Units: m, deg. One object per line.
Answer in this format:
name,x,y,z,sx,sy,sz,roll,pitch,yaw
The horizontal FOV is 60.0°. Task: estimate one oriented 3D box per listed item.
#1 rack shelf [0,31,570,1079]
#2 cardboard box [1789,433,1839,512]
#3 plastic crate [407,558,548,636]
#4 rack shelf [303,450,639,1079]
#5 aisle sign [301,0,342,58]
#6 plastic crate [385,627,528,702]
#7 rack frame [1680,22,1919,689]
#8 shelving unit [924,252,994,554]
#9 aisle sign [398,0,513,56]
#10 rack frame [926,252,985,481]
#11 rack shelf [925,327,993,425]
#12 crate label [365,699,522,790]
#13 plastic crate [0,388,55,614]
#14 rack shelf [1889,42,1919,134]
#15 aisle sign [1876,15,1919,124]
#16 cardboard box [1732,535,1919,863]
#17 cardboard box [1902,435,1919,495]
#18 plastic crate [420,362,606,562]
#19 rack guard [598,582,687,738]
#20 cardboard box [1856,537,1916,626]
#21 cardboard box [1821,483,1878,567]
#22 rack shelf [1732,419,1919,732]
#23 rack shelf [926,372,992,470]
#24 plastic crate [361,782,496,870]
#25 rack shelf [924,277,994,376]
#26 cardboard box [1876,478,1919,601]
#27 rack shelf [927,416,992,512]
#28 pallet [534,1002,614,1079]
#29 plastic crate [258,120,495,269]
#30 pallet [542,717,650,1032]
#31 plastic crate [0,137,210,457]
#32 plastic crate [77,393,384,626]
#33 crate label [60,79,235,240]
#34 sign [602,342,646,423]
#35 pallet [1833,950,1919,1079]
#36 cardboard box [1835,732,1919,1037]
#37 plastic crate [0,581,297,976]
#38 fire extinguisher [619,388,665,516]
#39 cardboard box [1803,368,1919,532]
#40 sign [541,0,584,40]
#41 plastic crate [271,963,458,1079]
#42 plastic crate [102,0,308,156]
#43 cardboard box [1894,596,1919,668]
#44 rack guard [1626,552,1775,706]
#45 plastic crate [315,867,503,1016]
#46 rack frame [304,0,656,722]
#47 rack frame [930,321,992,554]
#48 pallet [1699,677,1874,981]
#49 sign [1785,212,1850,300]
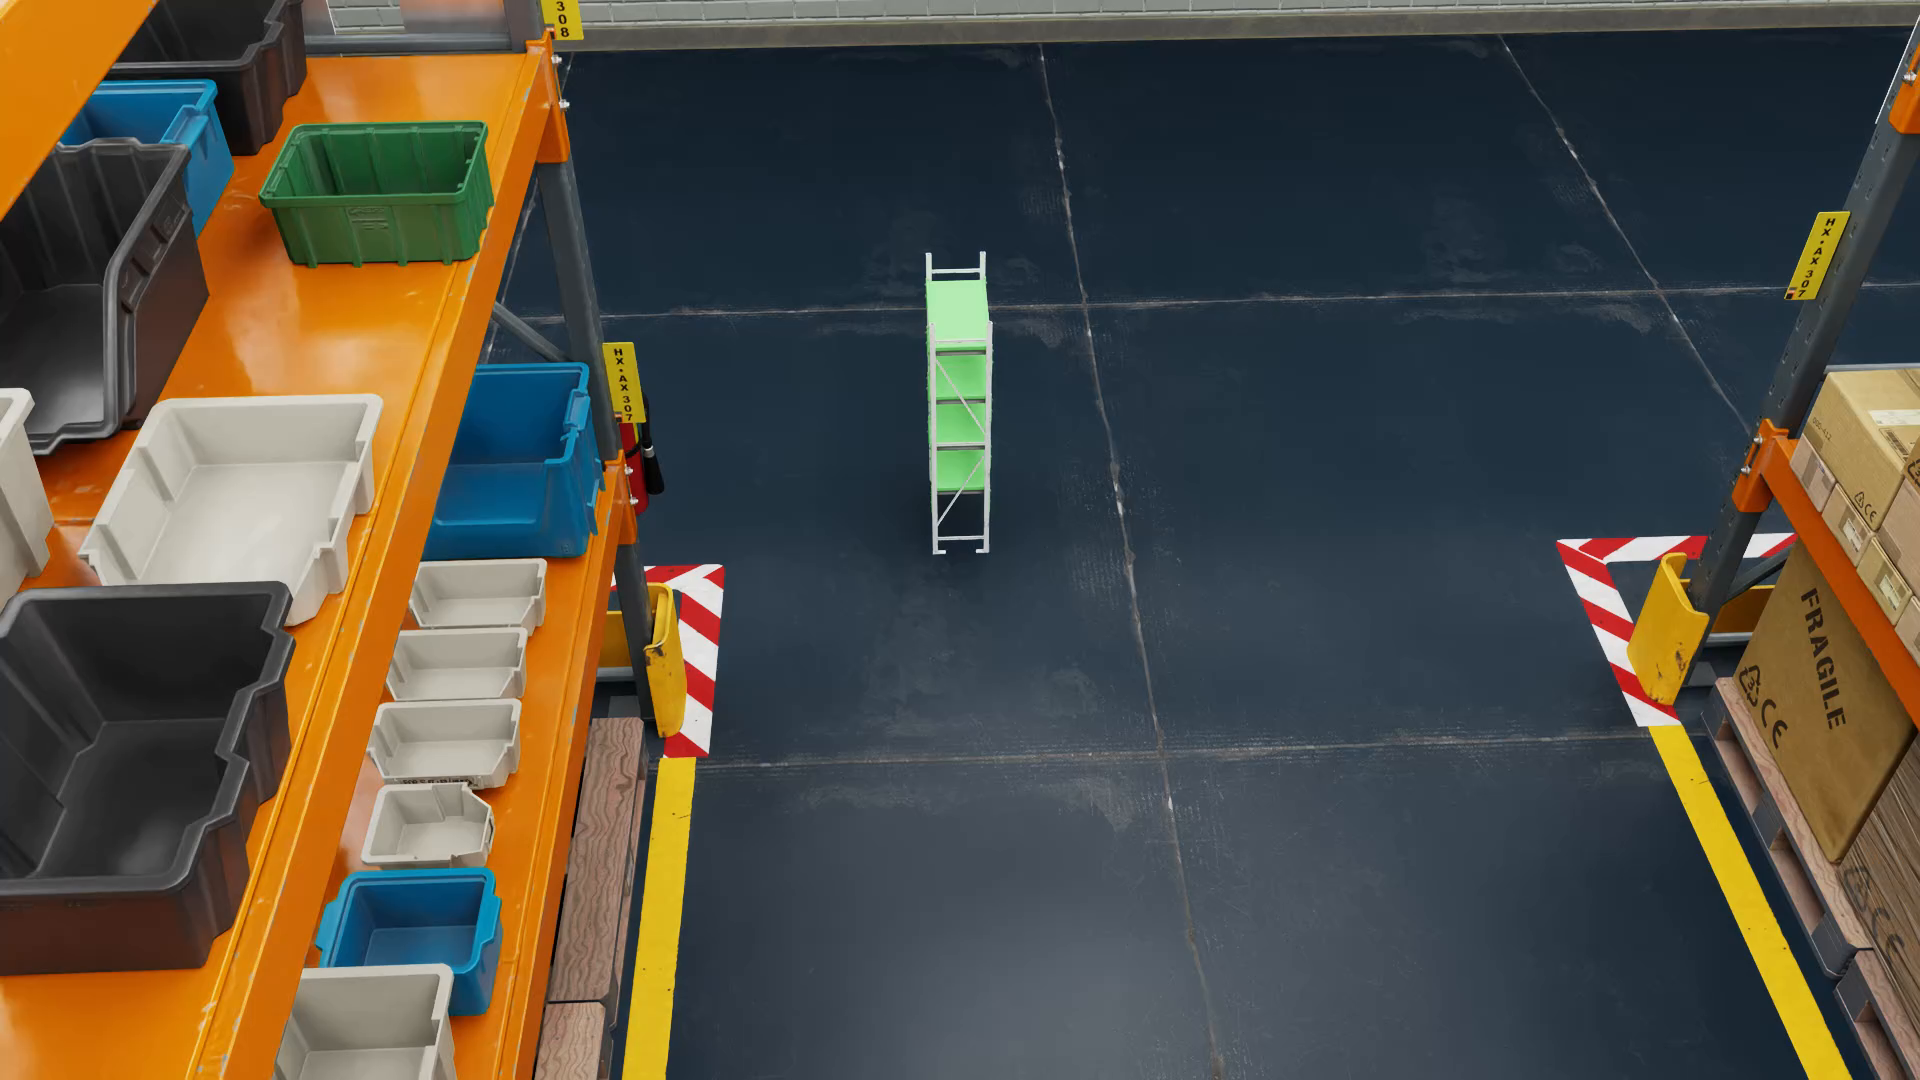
rack shelf,-1.568,0.082,3.254,1.077,0.370,4.000,-2,43,-2
cardboard box,2.981,-0.228,5.465,0.380,0.149,0.250,-1,43,-1
plastic crate,-1.437,0.192,4.971,0.396,0.136,0.243,-2,43,-2
rack shelf,-1.568,1.187,4.267,1.077,0.370,4.000,-2,43,-2
aisle sign,-1.953,-1.426,4.662,0.394,0.787,0.004,-2,43,-2
plastic crate,-1.440,0.388,4.757,0.396,0.136,0.243,-2,43,-2
rack frame,3.296,-0.570,5.652,1.000,3.000,0.127,-2,43,-2
shelving unit,-0.007,-0.554,6.966,0.258,1.200,0.503,-2,43,-2
aisle sign,-1.363,-1.443,4.681,0.394,0.787,0.004,-2,43,-2
rack frame,-0.017,-0.719,7.146,0.240,1.200,0.015,-2,43,-2
rack shelf,-0.007,-0.684,6.847,0.258,0.148,0.480,-2,43,-2
crate label,-1.403,0.576,4.553,0.396,0.136,0.243,-2,43,-2
plastic crate,-1.867,0.015,2.882,0.437,0.282,0.530,-2,43,-2
rack shelf,3.380,-0.061,3.409,1.077,0.370,4.000,-2,43,-2
aisle sign,2.993,-1.568,4.817,0.394,0.787,0.004,-2,43,-2
cardboard box,3.403,0.488,5.759,0.875,0.875,0.875,-2,43,-2
cardboard box,3.067,-0.232,4.619,0.500,0.500,0.500,-3,43,-3
plastic crate,-1.452,-0.242,5.224,0.616,0.435,0.499,-2,43,-2
rack guard,-1.667,0.478,6.359,1.175,0.500,0.348,-2,43,-2
cardboard box,3.004,0.118,5.088,0.380,0.149,0.250,-3,43,-3
cardboard box,2.993,-0.055,5.276,0.380,0.149,0.250,-2,43,-2
rack shelf,3.380,1.045,4.422,1.077,0.370,4.000,-2,43,-2
rack shelf,-0.007,-0.507,7.010,0.258,0.148,0.480,-2,43,-2
plastic crate,-1.372,0.775,4.335,0.298,0.136,0.250,-2,43,-2
rack shelf,-0.007,-0.861,6.685,0.258,0.148,0.480,-2,43,-2
cardboard box,3.075,0.058,4.858,0.500,0.250,0.500,-2,43,-2
rack shelf,-0.007,-0.330,7.172,0.258,0.148,0.480,-2,43,-2
pallet,-1.608,1.979,4.934,1.003,0.211,1.213,-2,43,-2
plastic crate,-1.326,-0.798,3.838,0.450,0.188,0.336,-2,43,-2
pallet,-1.657,1.158,5.831,1.003,0.211,1.213,-2,43,-2
plastic crate,-1.863,-0.472,3.371,0.504,0.338,0.767,-2,43,-2
plastic crate,-1.317,-0.049,3.058,0.437,0.136,0.530,-2,43,-2
crate label,-1.937,-0.847,3.844,0.408,0.251,0.502,-2,43,-2
sign,-1.104,-0.515,5.471,0.100,0.325,0.005,-2,43,-2
pallet,3.456,1.817,5.112,1.003,0.211,1.213,-2,43,-2
cardboard box,3.441,1.102,5.089,0.875,0.875,0.875,-2,43,-2
plastic crate,-1.262,0.368,2.505,0.497,0.269,0.590,-2,43,-2
fire extinguisher,-1.205,-0.377,5.775,0.296,0.674,0.183,-2,43,-2
cardboard box,3.046,-0.293,5.240,0.500,0.250,0.500,-3,43,-3
sign,-1.104,-1.522,4.548,0.100,0.325,0.005,-2,43,-2
plastic crate,-1.364,1.258,3.701,0.437,0.282,0.530,-2,43,-2
plastic crate,-1.915,-1.218,4.235,0.497,0.269,0.590,-2,43,-2
cardboard box,3.017,0.294,4.896,0.380,0.149,0.250,-2,43,-2
rack guard,3.294,0.335,6.514,1.175,0.500,0.348,-2,43,-2
plastic crate,-1.310,0.991,4.029,0.416,0.233,0.300,-2,43,-2
rack frame,-1.653,-0.428,5.497,1.000,3.000,0.127,-2,43,-2
rack frame,0.003,-0.389,6.787,0.240,1.200,0.015,-2,43,-2
pallet,3.408,0.995,6.008,1.003,0.211,1.213,-2,43,-2
sign,2.741,-0.907,5.320,0.100,0.325,0.005,-2,43,-2
